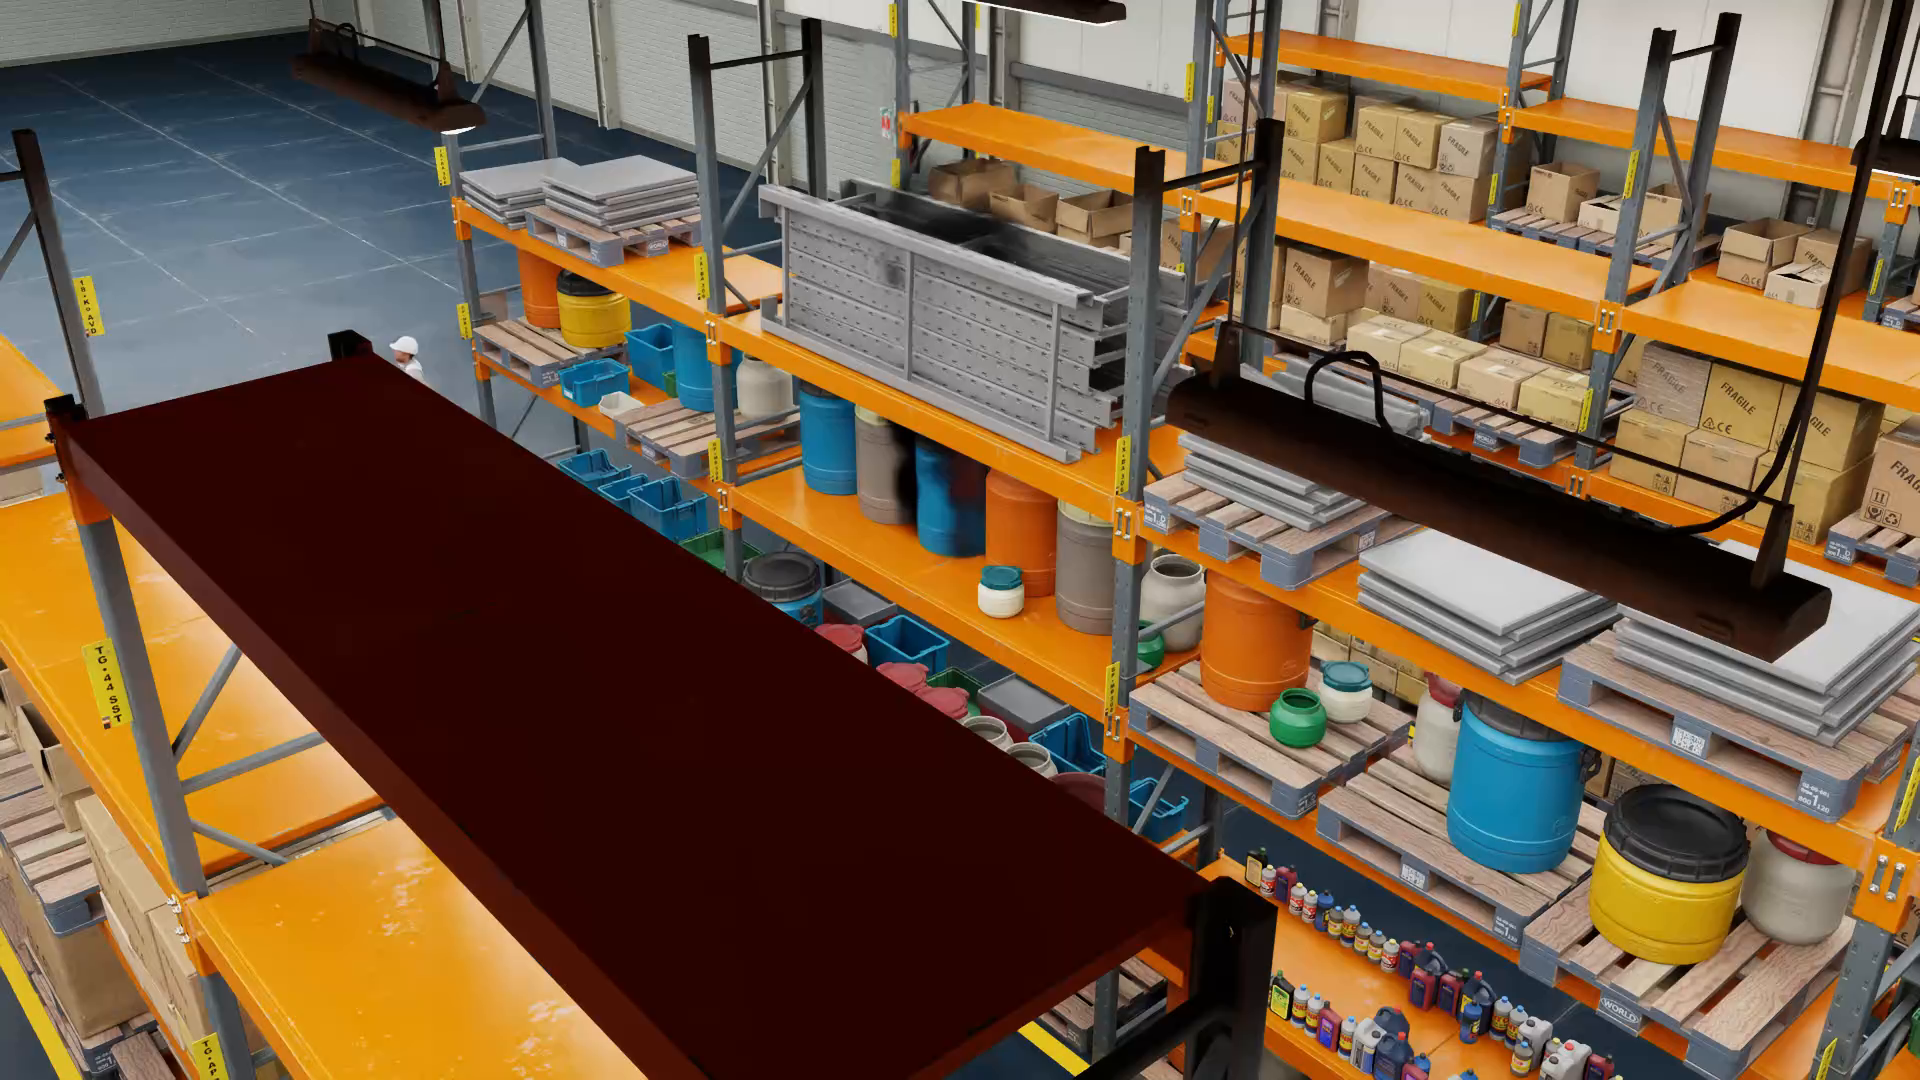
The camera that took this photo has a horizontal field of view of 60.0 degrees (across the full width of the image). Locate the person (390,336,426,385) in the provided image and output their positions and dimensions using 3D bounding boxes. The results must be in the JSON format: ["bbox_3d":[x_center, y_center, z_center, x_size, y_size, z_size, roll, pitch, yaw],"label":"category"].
[{"bbox_3d":[-6.108,-1.430,18.482,0.603,1.722,0.655,-9,28,-18],"label":"person"}]
